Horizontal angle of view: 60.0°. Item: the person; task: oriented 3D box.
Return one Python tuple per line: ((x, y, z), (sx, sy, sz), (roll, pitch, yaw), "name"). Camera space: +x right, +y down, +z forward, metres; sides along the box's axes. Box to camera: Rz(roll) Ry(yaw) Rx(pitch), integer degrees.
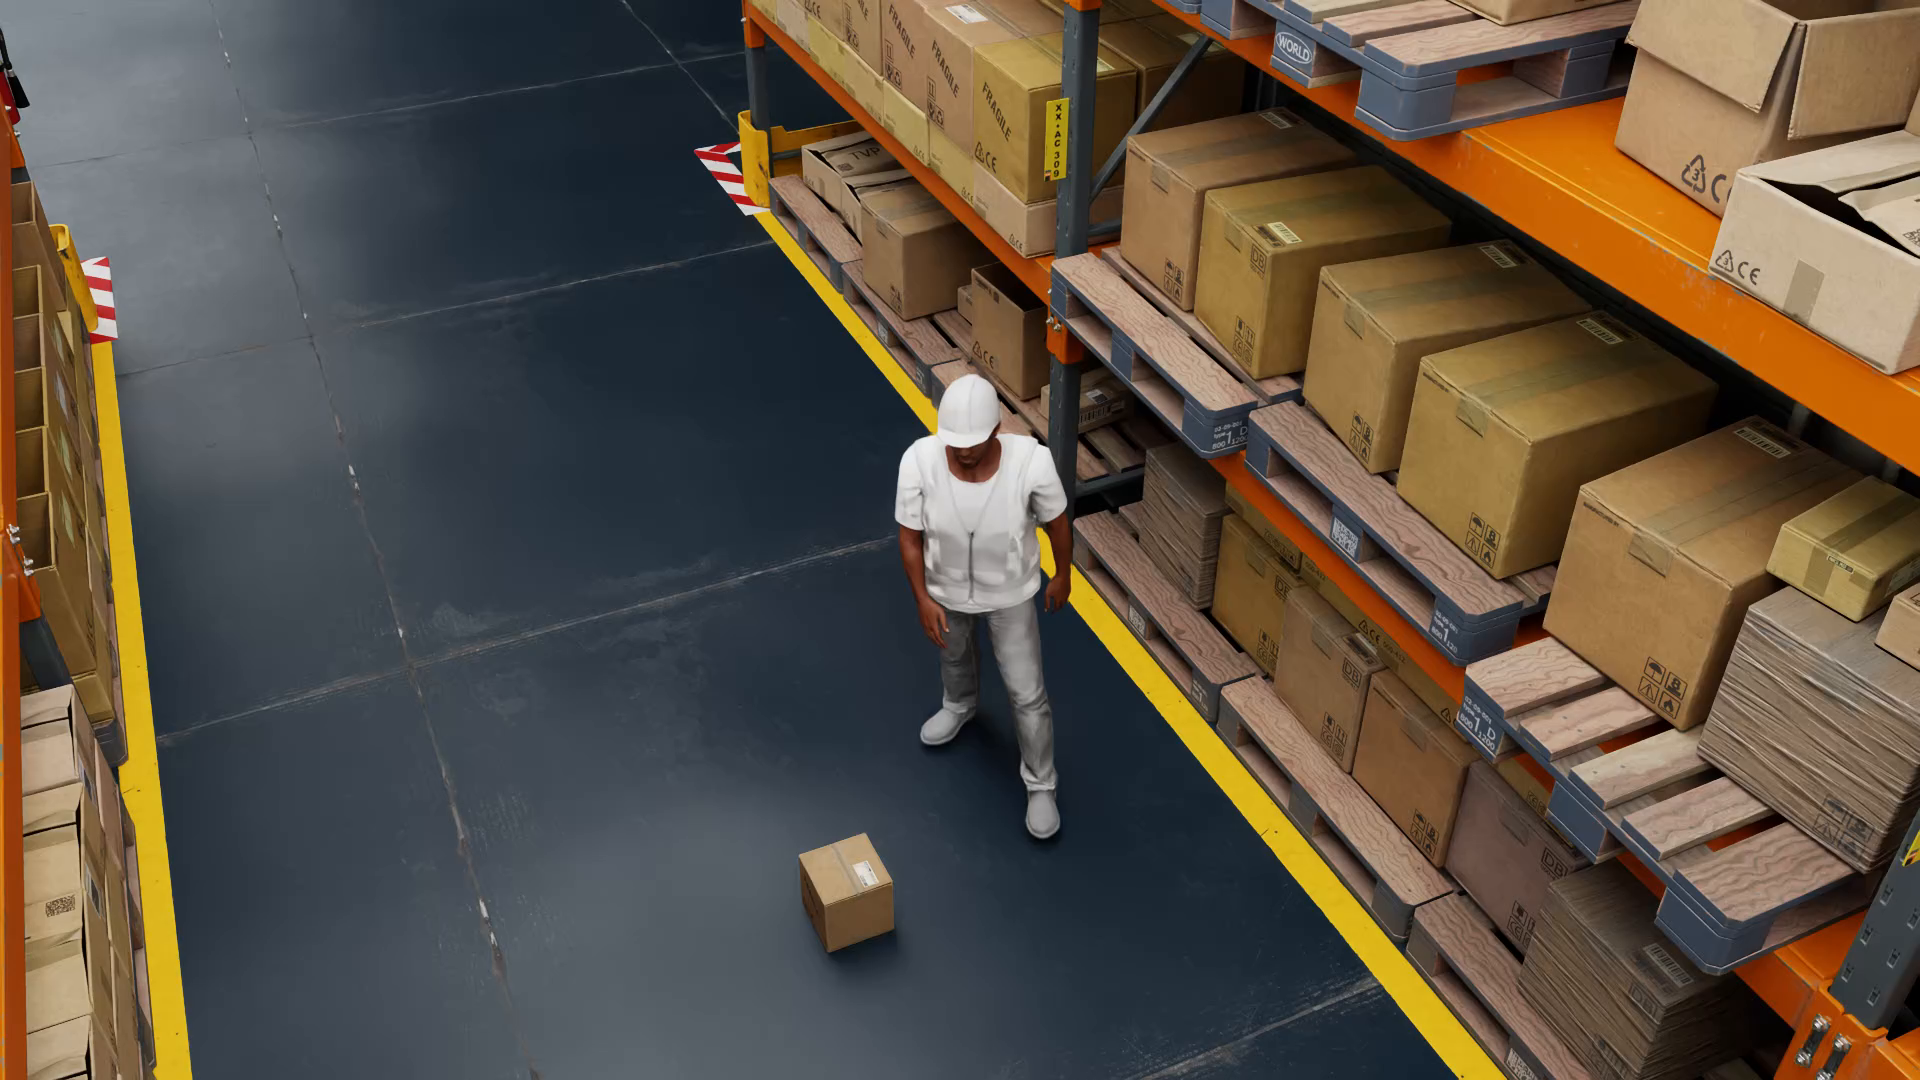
((0.099, 0.189, 5.867), (0.667, 1.741, 0.708), (8, 38, 10), "person")
